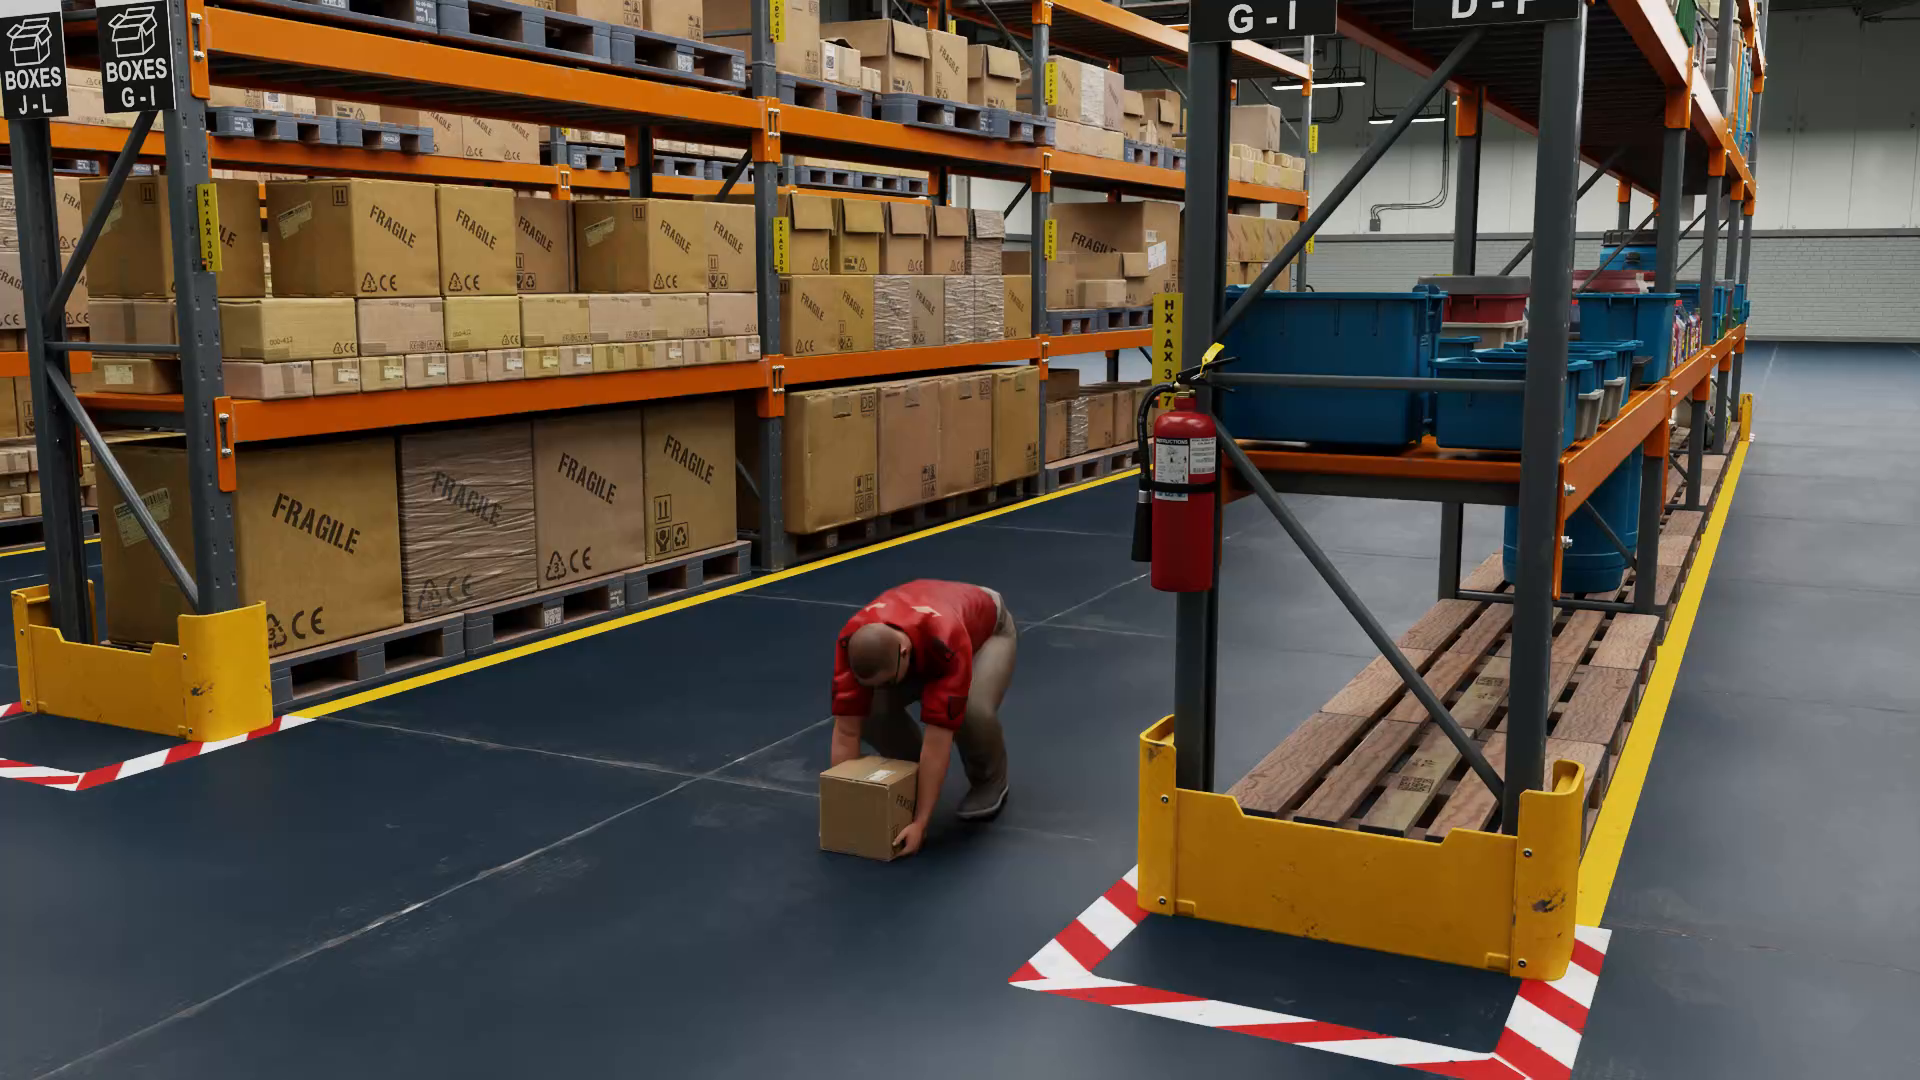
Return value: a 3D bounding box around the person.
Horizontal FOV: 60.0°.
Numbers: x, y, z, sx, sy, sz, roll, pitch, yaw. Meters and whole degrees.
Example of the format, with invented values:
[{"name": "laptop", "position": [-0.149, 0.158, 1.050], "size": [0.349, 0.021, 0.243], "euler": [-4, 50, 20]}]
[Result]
[{"name": "person", "position": [-0.121, 0.553, 5.520], "size": [0.533, 0.803, 0.951], "euler": [4, 10, 24]}]
